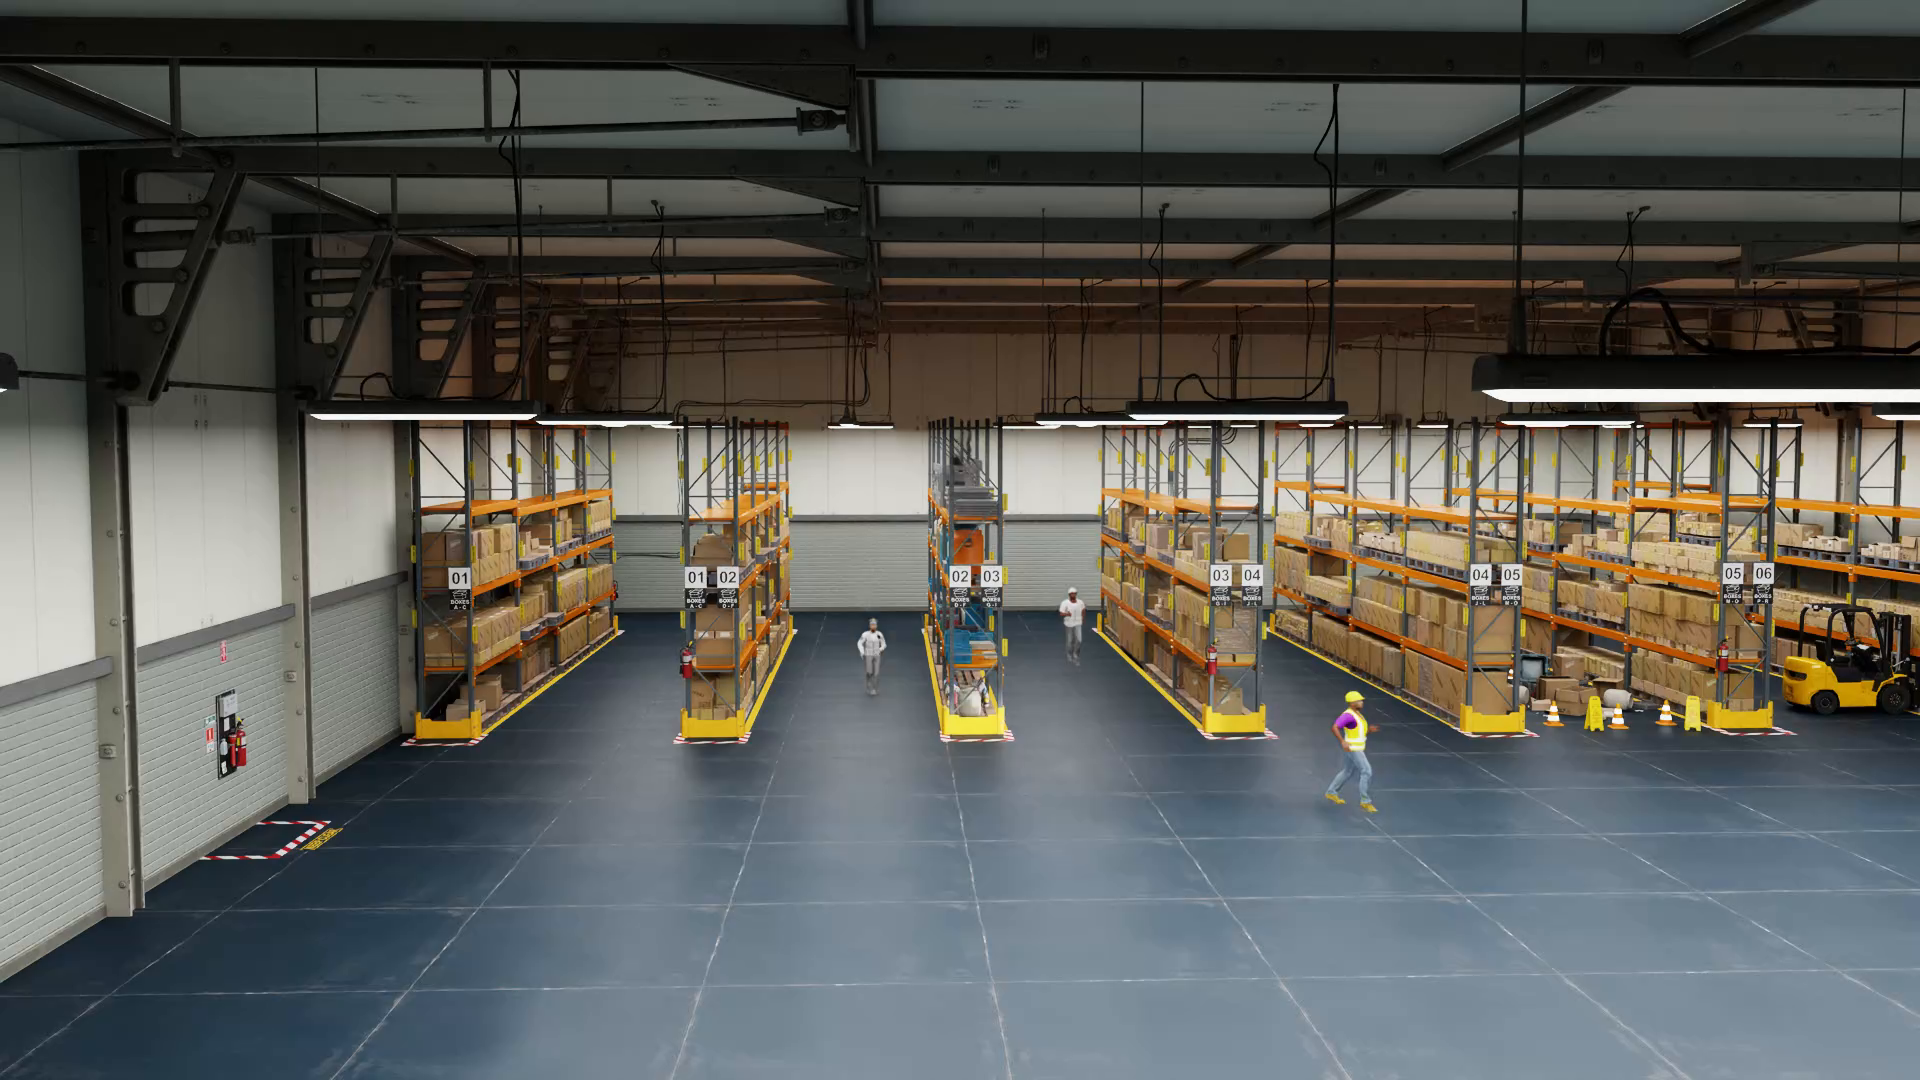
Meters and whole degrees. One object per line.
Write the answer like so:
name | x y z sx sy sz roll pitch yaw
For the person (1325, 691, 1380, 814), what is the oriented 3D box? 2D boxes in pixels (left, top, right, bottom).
person | 5.935 3.191 25.103 0.820 1.821 0.677 1 4 18

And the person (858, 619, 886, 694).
person | -1.893 2.538 36.202 0.608 1.650 0.540 -1 4 -13

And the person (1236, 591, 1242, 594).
person | 7.776 1.950 45.659 0.600 1.606 0.536 0 4 3

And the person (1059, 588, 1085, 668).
person | 2.661 2.045 38.857 0.677 1.857 0.679 -1 4 -10
